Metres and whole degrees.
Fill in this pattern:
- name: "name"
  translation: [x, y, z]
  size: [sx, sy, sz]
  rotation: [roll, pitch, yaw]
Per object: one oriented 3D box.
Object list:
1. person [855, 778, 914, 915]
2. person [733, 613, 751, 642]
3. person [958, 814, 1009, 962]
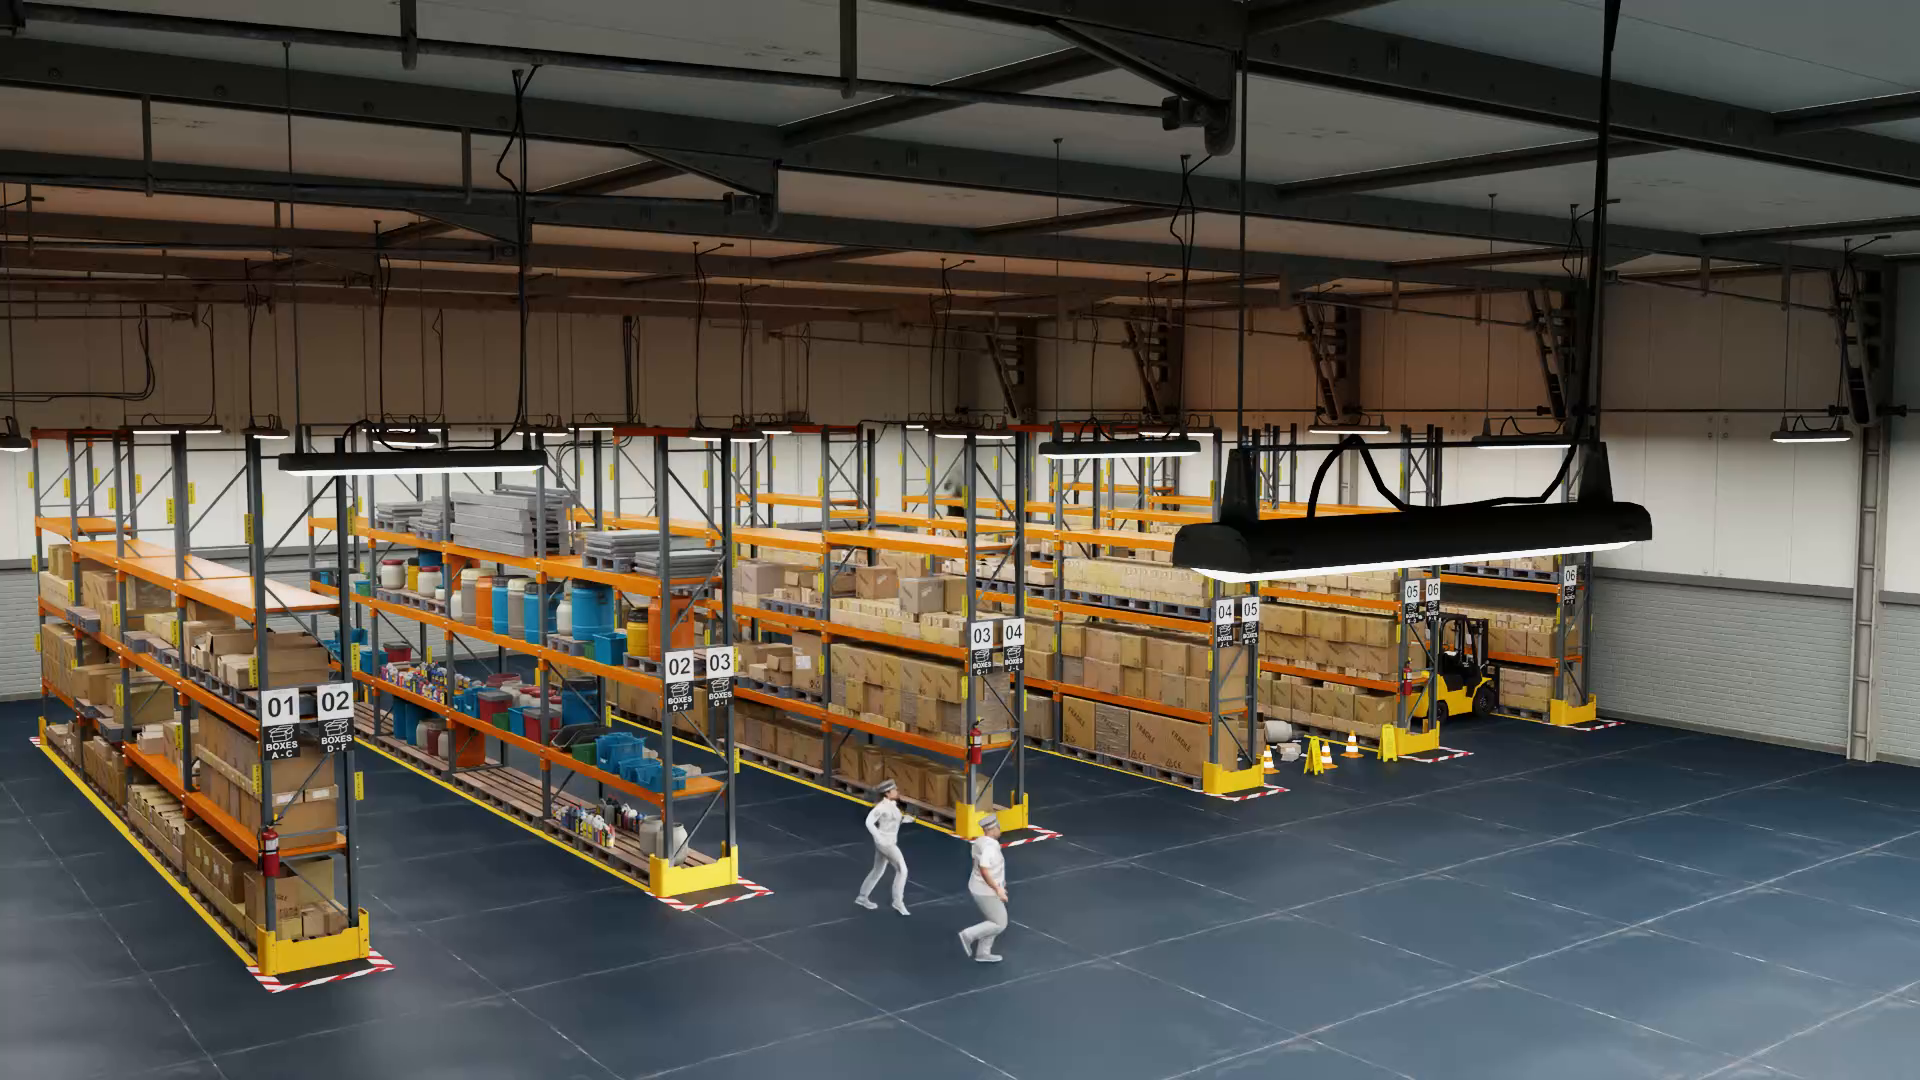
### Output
- name: "person"
  translation: [-0.947, 3.864, 20.918]
  size: [0.751, 1.749, 0.580]
  rotation: [0, 4, -3]
- name: "person"
  translation: [-5.498, 2.165, 42.397]
  size: [0.642, 1.765, 0.689]
  rotation: [2, 5, 28]
- name: "person"
  translation: [0.266, 3.987, 18.993]
  size: [0.631, 1.723, 0.652]
  rotation: [-1, 5, -12]
